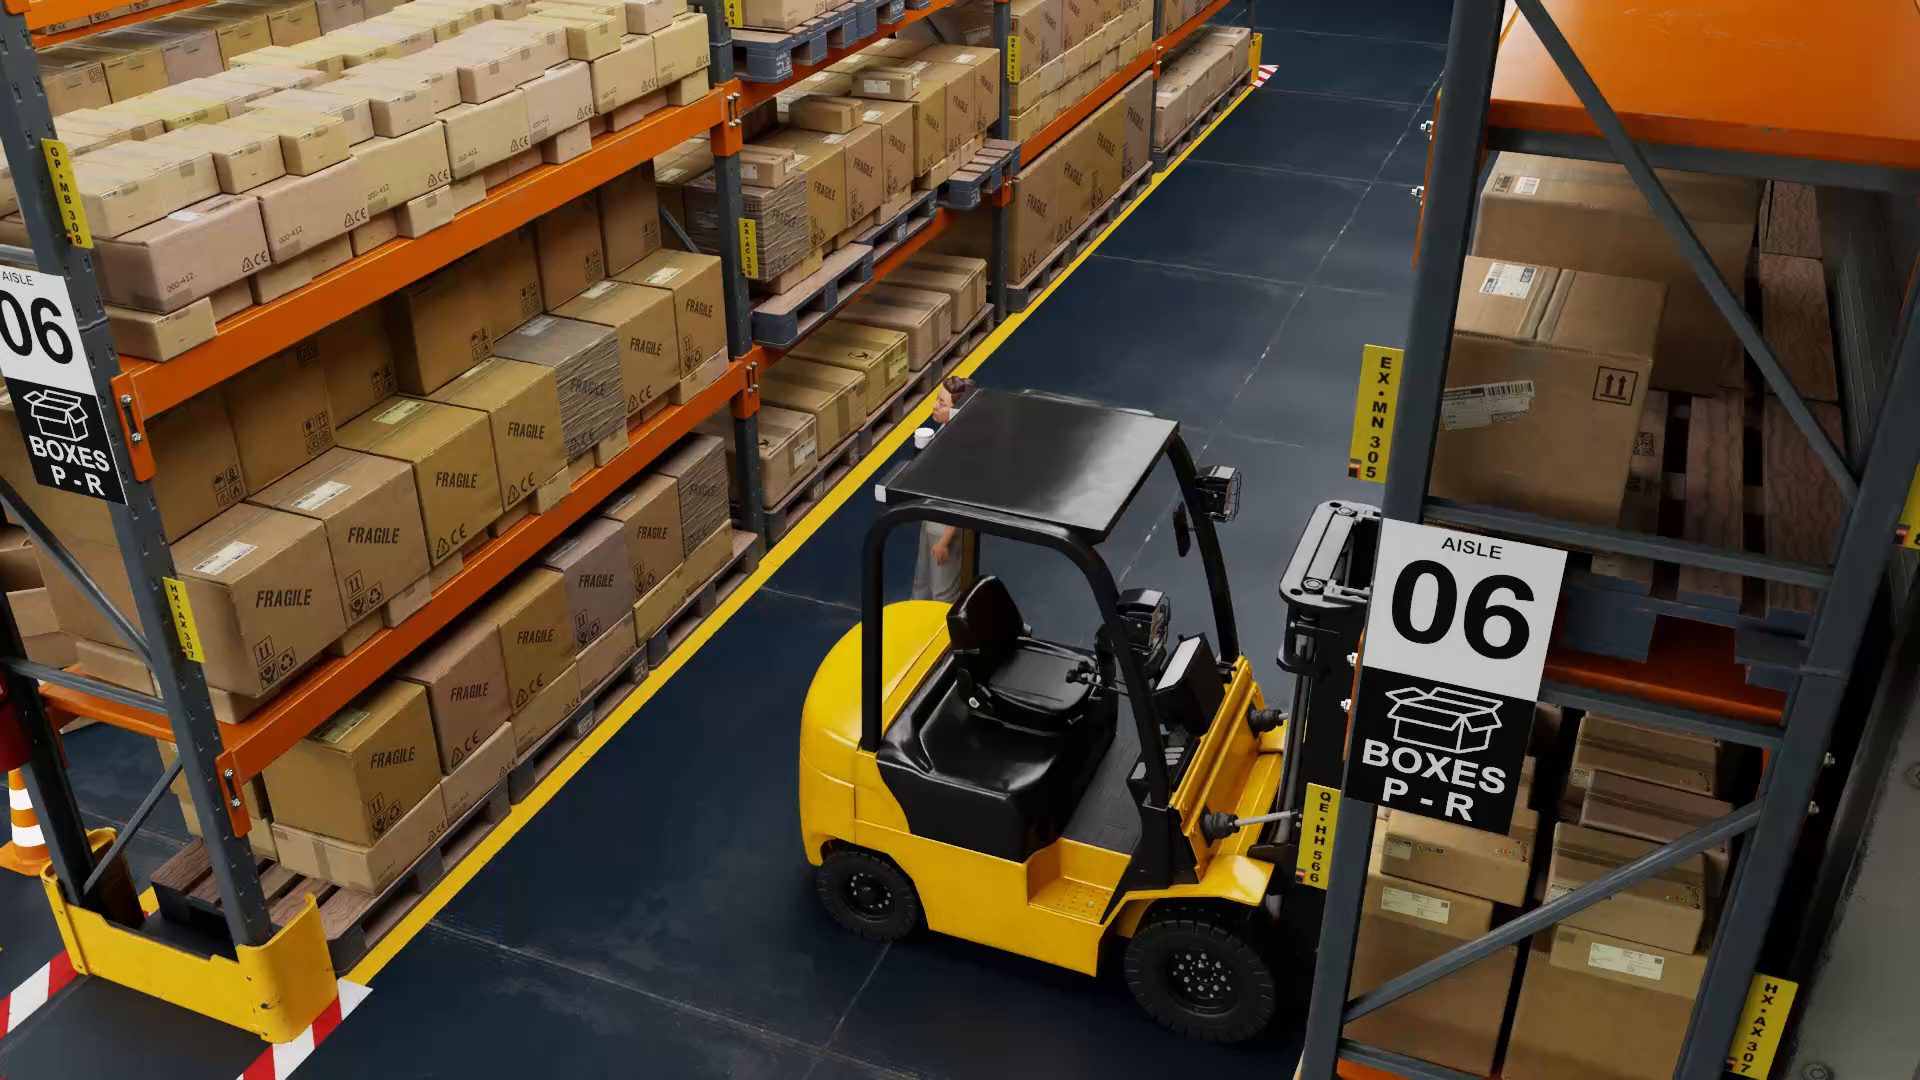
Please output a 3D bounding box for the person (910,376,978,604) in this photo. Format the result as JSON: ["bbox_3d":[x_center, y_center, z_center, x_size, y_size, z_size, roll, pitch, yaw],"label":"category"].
[{"bbox_3d":[-0.137,-0.075,8.518,0.549,1.664,0.550,-3,30,-6],"label":"person"}]
